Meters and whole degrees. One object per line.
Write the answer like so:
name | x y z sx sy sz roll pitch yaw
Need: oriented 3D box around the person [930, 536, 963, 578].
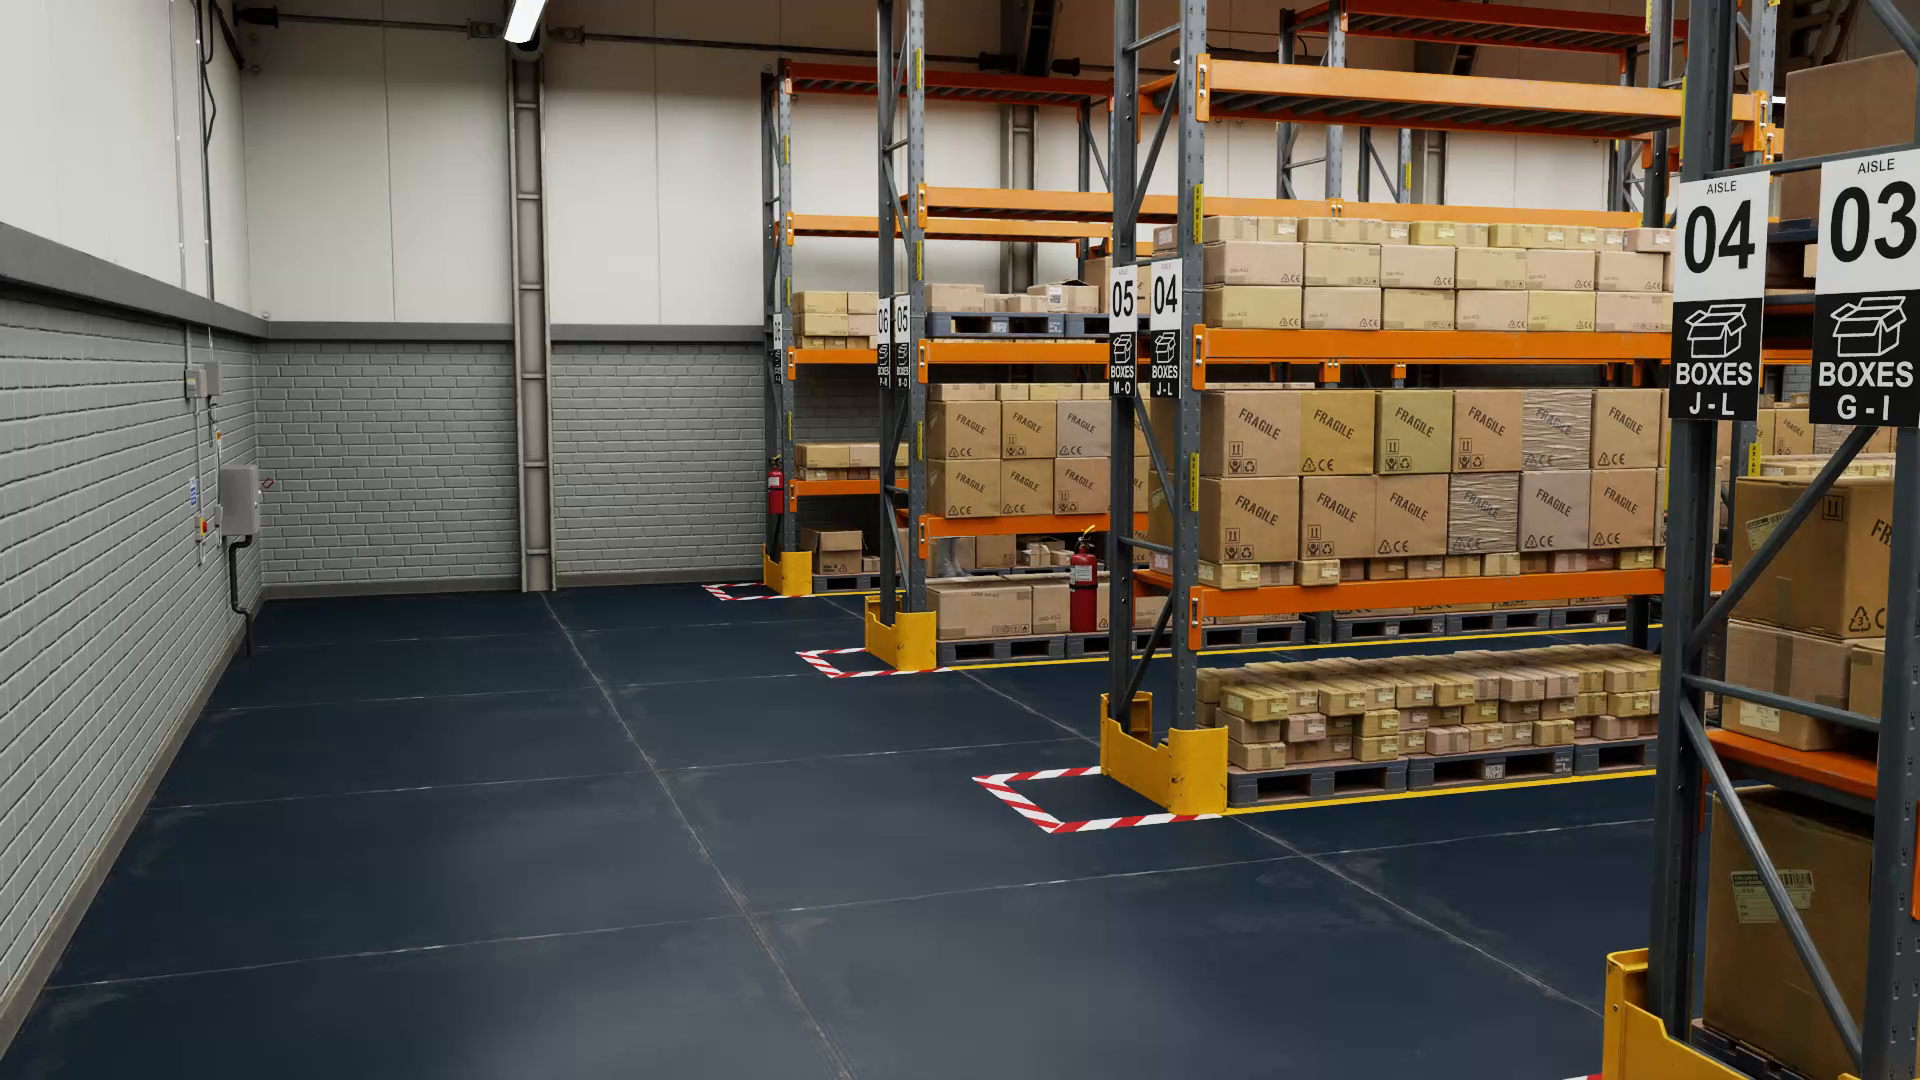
person | -0.141 -0.116 18.029 0.405 1.675 0.626 3 6 25
